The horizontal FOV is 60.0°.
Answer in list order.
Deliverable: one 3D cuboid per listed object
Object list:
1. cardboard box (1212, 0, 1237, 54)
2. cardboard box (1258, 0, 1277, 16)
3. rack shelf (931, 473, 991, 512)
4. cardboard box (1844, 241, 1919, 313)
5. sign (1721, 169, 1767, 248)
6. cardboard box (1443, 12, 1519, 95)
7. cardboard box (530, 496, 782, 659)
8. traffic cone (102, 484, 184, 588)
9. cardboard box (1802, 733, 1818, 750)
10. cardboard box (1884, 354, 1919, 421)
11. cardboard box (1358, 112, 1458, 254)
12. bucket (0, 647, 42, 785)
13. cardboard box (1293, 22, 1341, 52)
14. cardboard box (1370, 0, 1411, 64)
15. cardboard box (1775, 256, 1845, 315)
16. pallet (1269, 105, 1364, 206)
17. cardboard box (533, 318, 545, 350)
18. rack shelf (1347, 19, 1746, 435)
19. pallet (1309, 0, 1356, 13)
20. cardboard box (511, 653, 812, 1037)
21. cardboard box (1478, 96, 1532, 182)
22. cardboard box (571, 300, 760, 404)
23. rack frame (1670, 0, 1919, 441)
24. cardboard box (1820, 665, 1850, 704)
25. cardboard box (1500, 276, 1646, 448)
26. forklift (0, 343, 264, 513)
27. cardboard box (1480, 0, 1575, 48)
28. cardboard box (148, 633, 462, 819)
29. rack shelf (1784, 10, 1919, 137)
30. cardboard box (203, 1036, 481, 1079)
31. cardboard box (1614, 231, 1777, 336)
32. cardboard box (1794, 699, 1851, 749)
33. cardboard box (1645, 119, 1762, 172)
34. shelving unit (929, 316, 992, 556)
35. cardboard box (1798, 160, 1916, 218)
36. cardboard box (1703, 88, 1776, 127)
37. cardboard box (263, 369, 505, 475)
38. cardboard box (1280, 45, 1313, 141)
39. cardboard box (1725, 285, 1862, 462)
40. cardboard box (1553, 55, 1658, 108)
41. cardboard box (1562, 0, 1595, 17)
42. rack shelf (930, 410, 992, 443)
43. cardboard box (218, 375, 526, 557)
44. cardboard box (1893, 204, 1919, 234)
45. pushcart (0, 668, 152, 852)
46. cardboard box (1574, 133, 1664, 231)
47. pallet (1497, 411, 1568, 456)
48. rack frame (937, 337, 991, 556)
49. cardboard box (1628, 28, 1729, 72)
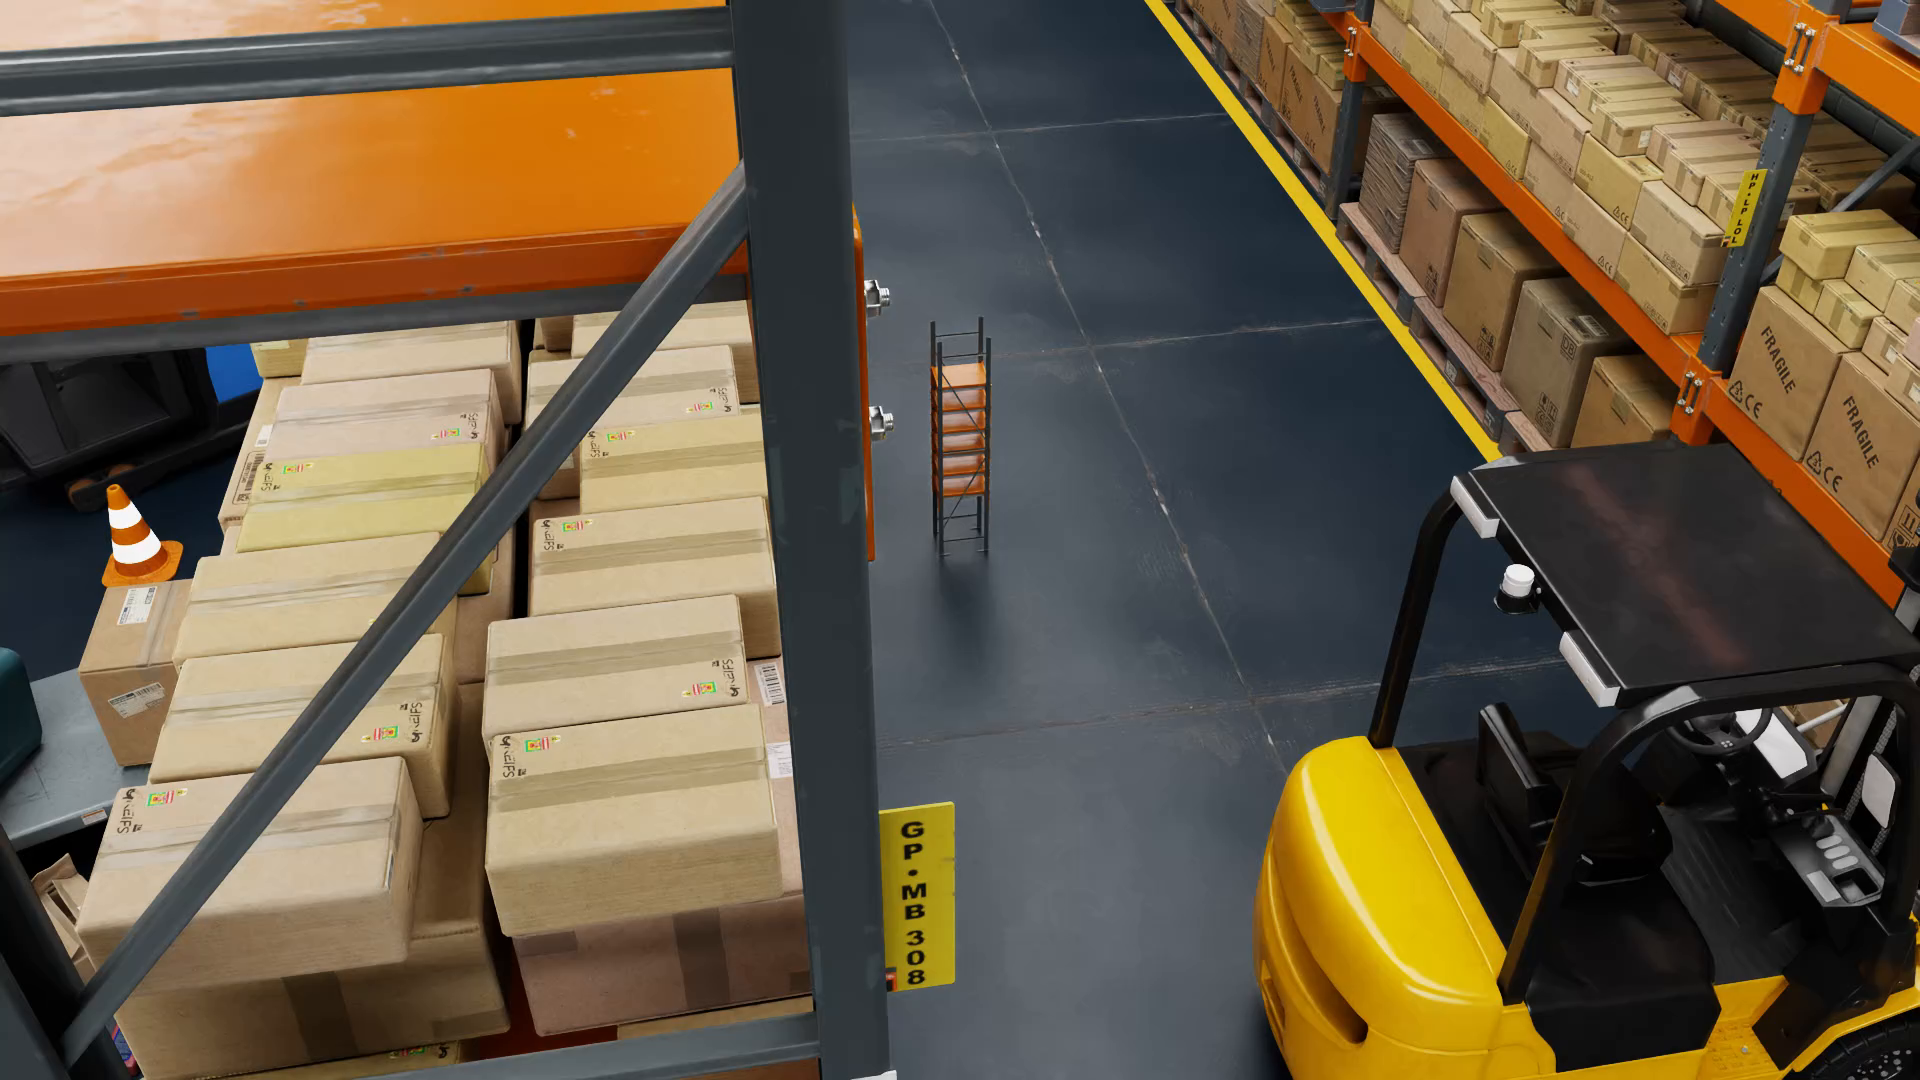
[{"bbox_3d":[2.242,-4.002,12.552,0.500,0.500,0.500,-7,38,-9],"label":"cardboard box"},{"bbox_3d":[2.353,-3.856,11.835,0.380,0.149,0.250,-8,39,-10],"label":"cardboard box"},{"bbox_3d":[0.003,-0.240,7.945,0.258,0.103,0.180,-6,38,-8],"label":"rack shelf"},{"bbox_3d":[3.511,-0.973,6.104,0.380,0.149,0.250,-6,38,-7],"label":"cardboard box"},{"bbox_3d":[3.062,-1.292,6.489,0.100,0.325,0.005,-6,38,-8],"label":"sign"},{"bbox_3d":[2.891,-2.570,8.728,0.500,0.250,0.500,-7,38,-9],"label":"cardboard box"},{"bbox_3d":[-0.494,0.077,2.716,0.380,0.149,0.250,-6,38,-8],"label":"cardboard box"},{"bbox_3d":[-3.922,-0.059,7.848,0.336,0.463,0.334,-6,38,-8],"label":"traffic cone"},{"bbox_3d":[3.563,0.931,6.406,0.500,0.250,0.500,-6,38,-7],"label":"cardboard box"},{"bbox_3d":[3.482,-0.538,5.787,0.380,0.149,0.250,-5,38,-7],"label":"cardboard box"},{"bbox_3d":[2.989,-2.196,10.126,0.875,0.625,0.625,-5,38,-7],"label":"cardboard box"},{"bbox_3d":[-3.853,0.726,6.200,0.726,0.611,0.620,6,28,8],"label":"bucket"},{"bbox_3d":[2.477,-3.378,11.219,0.380,0.149,0.250,-7,38,-9],"label":"cardboard box"},{"bbox_3d":[2.731,-2.993,9.680,0.500,0.250,0.500,-6,38,-8],"label":"cardboard box"},{"bbox_3d":[3.392,-1.005,6.389,0.380,0.149,0.250,-7,38,-9],"label":"cardboard box"},{"bbox_3d":[2.800,-2.700,11.454,1.003,0.211,1.213,-6,38,-8],"label":"pallet"},{"bbox_3d":[-0.680,-0.480,3.757,0.500,0.250,0.500,-5,38,-7],"label":"cardboard box"},{"bbox_3d":[3.244,-1.855,8.678,1.077,0.370,4.000,-6,38,-8],"label":"rack shelf"},{"bbox_3d":[2.706,-3.673,10.589,1.213,0.211,1.003,-6,38,-8],"label":"pallet"},{"bbox_3d":[-0.416,0.446,2.565,0.500,0.250,0.500,-7,38,-9],"label":"cardboard box"},{"bbox_3d":[3.000,-2.065,8.485,0.500,0.250,0.500,-5,38,-6],"label":"cardboard box"},{"bbox_3d":[-0.568,-0.389,3.316,0.380,0.149,0.250,-5,38,-7],"label":"cardboard box"},{"bbox_3d":[3.595,-0.931,6.903,1.000,3.000,0.127,-6,38,-8],"label":"rack frame"},{"bbox_3d":[3.549,0.530,6.107,0.500,0.250,0.500,-5,38,-6],"label":"cardboard box"},{"bbox_3d":[3.364,-0.942,8.511,0.875,0.625,0.625,-7,38,-8],"label":"cardboard box"},{"bbox_3d":[-4.486,-1.658,7.895,3.031,2.935,1.130,-29,46,-32],"label":"forklift"},{"bbox_3d":[2.896,-2.640,8.492,0.380,0.149,0.250,-5,38,-7],"label":"cardboard box"},{"bbox_3d":[-0.947,0.289,2.443,0.380,0.149,0.250,-6,38,-7],"label":"cardboard box"},{"bbox_3d":[3.945,-0.623,4.648,1.077,0.370,4.000,-6,38,-8],"label":"rack shelf"},{"bbox_3d":[-0.928,0.751,2.498,0.380,0.149,0.250,-6,38,-8],"label":"cardboard box"},{"bbox_3d":[3.249,-1.148,7.304,0.500,0.250,0.500,-5,38,-7],"label":"cardboard box"},{"bbox_3d":[3.543,0.726,6.262,0.500,0.250,0.500,-7,38,-8],"label":"cardboard box"},{"bbox_3d":[3.262,-1.716,7.304,0.380,0.149,0.250,-6,38,-8],"label":"cardboard box"},{"bbox_3d":[0.003,-0.465,7.771,0.258,1.200,0.189,-6,38,-8],"label":"shelving unit"},{"bbox_3d":[3.744,-1.462,6.976,0.380,0.149,0.250,-7,38,-9],"label":"cardboard box"},{"bbox_3d":[3.641,-1.932,7.582,0.380,0.149,0.250,-7,38,-8],"label":"cardboard box"},{"bbox_3d":[-1.040,-0.171,3.034,0.380,0.149,0.250,-6,38,-8],"label":"cardboard box"},{"bbox_3d":[2.530,-3.061,11.340,0.500,0.500,0.500,-7,38,-9],"label":"cardboard box"},{"bbox_3d":[3.416,-0.674,6.491,0.500,0.500,0.500,-7,38,-9],"label":"cardboard box"},{"bbox_3d":[3.063,-2.177,7.897,0.380,0.149,0.250,-6,38,-8],"label":"cardboard box"},{"bbox_3d":[3.372,-2.852,8.765,0.380,0.149,0.250,-6,38,-8],"label":"cardboard box"},{"bbox_3d":[0.003,-0.525,7.724,0.258,0.103,0.180,-6,38,-8],"label":"rack shelf"},{"bbox_3d":[-1.128,-0.118,3.292,0.500,0.250,0.500,-5,38,-7],"label":"cardboard box"},{"bbox_3d":[3.758,-1.403,7.225,0.500,0.250,0.500,-7,38,-9],"label":"cardboard box"},{"bbox_3d":[-3.527,0.916,6.663,1.648,0.377,0.936,-20,42,-23],"label":"pushcart"},{"bbox_3d":[3.160,-1.648,7.541,0.500,0.250,0.500,-7,38,-9],"label":"cardboard box"},{"bbox_3d":[3.427,-0.270,8.326,1.003,0.211,1.213,-6,38,-8],"label":"pallet"},{"bbox_3d":[0.019,-0.410,7.699,0.240,1.200,0.006,-6,38,-8],"label":"rack frame"},{"bbox_3d":[3.523,-2.387,8.168,0.380,0.149,0.250,-6,38,-8],"label":"cardboard box"}]
